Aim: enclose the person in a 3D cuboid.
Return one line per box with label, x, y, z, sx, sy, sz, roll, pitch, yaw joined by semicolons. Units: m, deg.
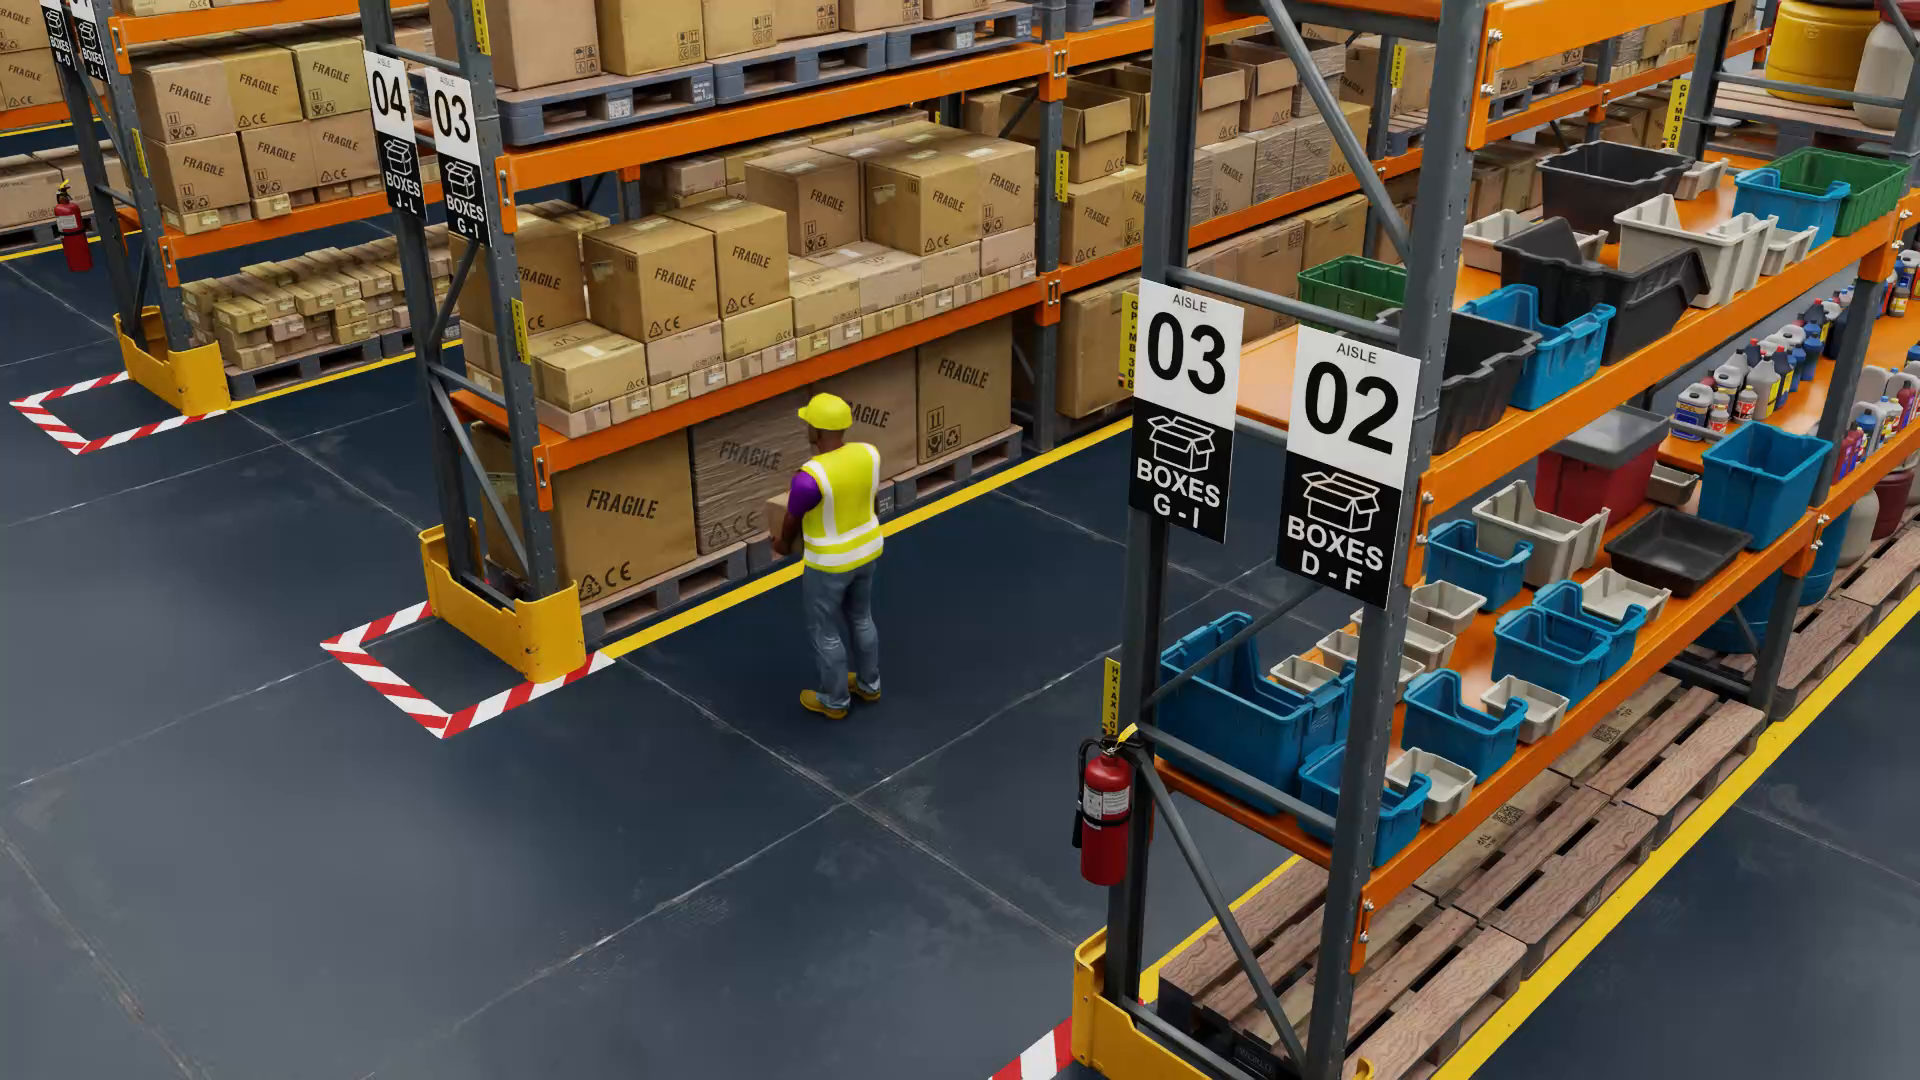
person;-0.689;0.056;8.490;0.567;1.762;0.505;24;36;38
